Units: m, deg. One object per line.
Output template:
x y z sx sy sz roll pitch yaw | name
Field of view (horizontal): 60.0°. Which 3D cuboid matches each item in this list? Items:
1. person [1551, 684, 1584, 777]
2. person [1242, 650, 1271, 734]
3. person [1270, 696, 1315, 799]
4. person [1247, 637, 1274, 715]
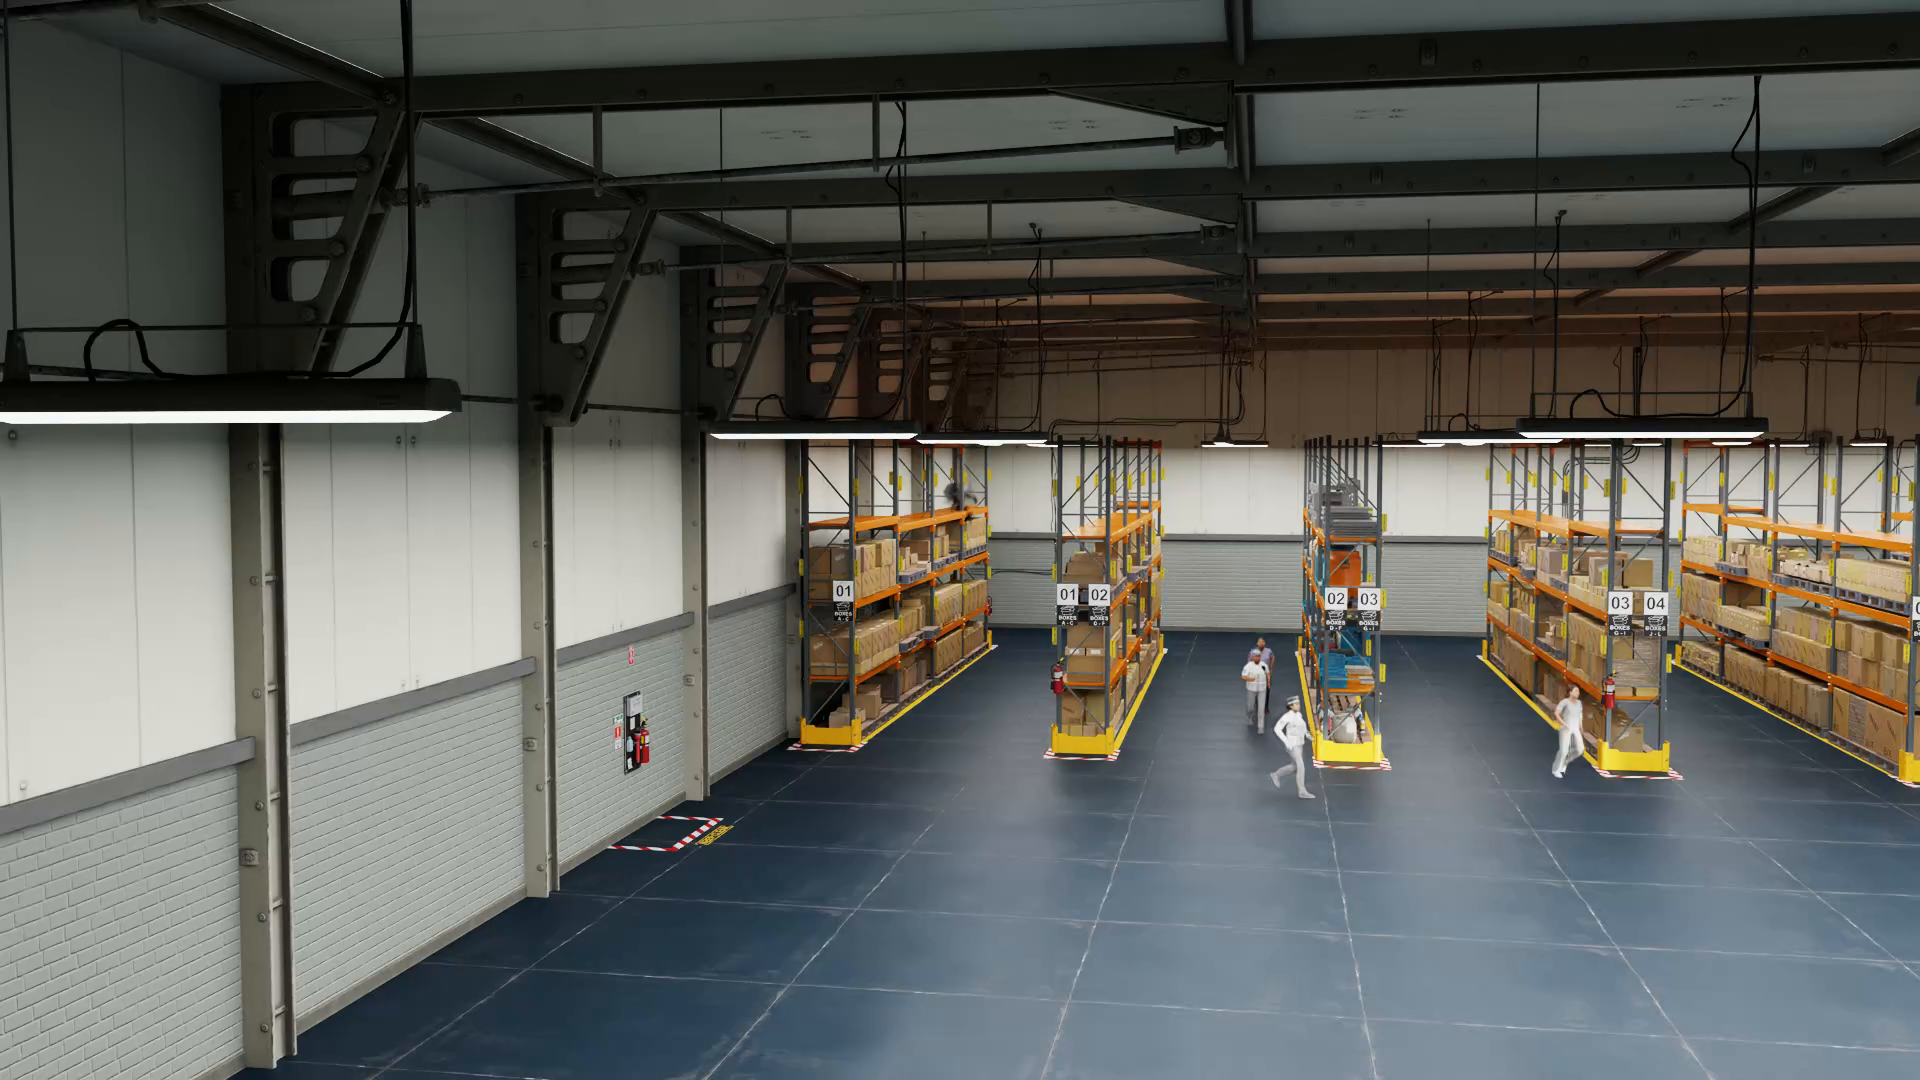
10.725 3.342 29.149 0.622 1.621 0.525 -1 3 -16 | person
6.026 3.062 33.779 0.614 1.633 0.917 0 3 4 | person
5.484 3.388 27.427 0.857 1.669 0.643 3 4 42 | person
6.546 2.965 36.207 0.592 1.699 0.725 1 3 9 | person
